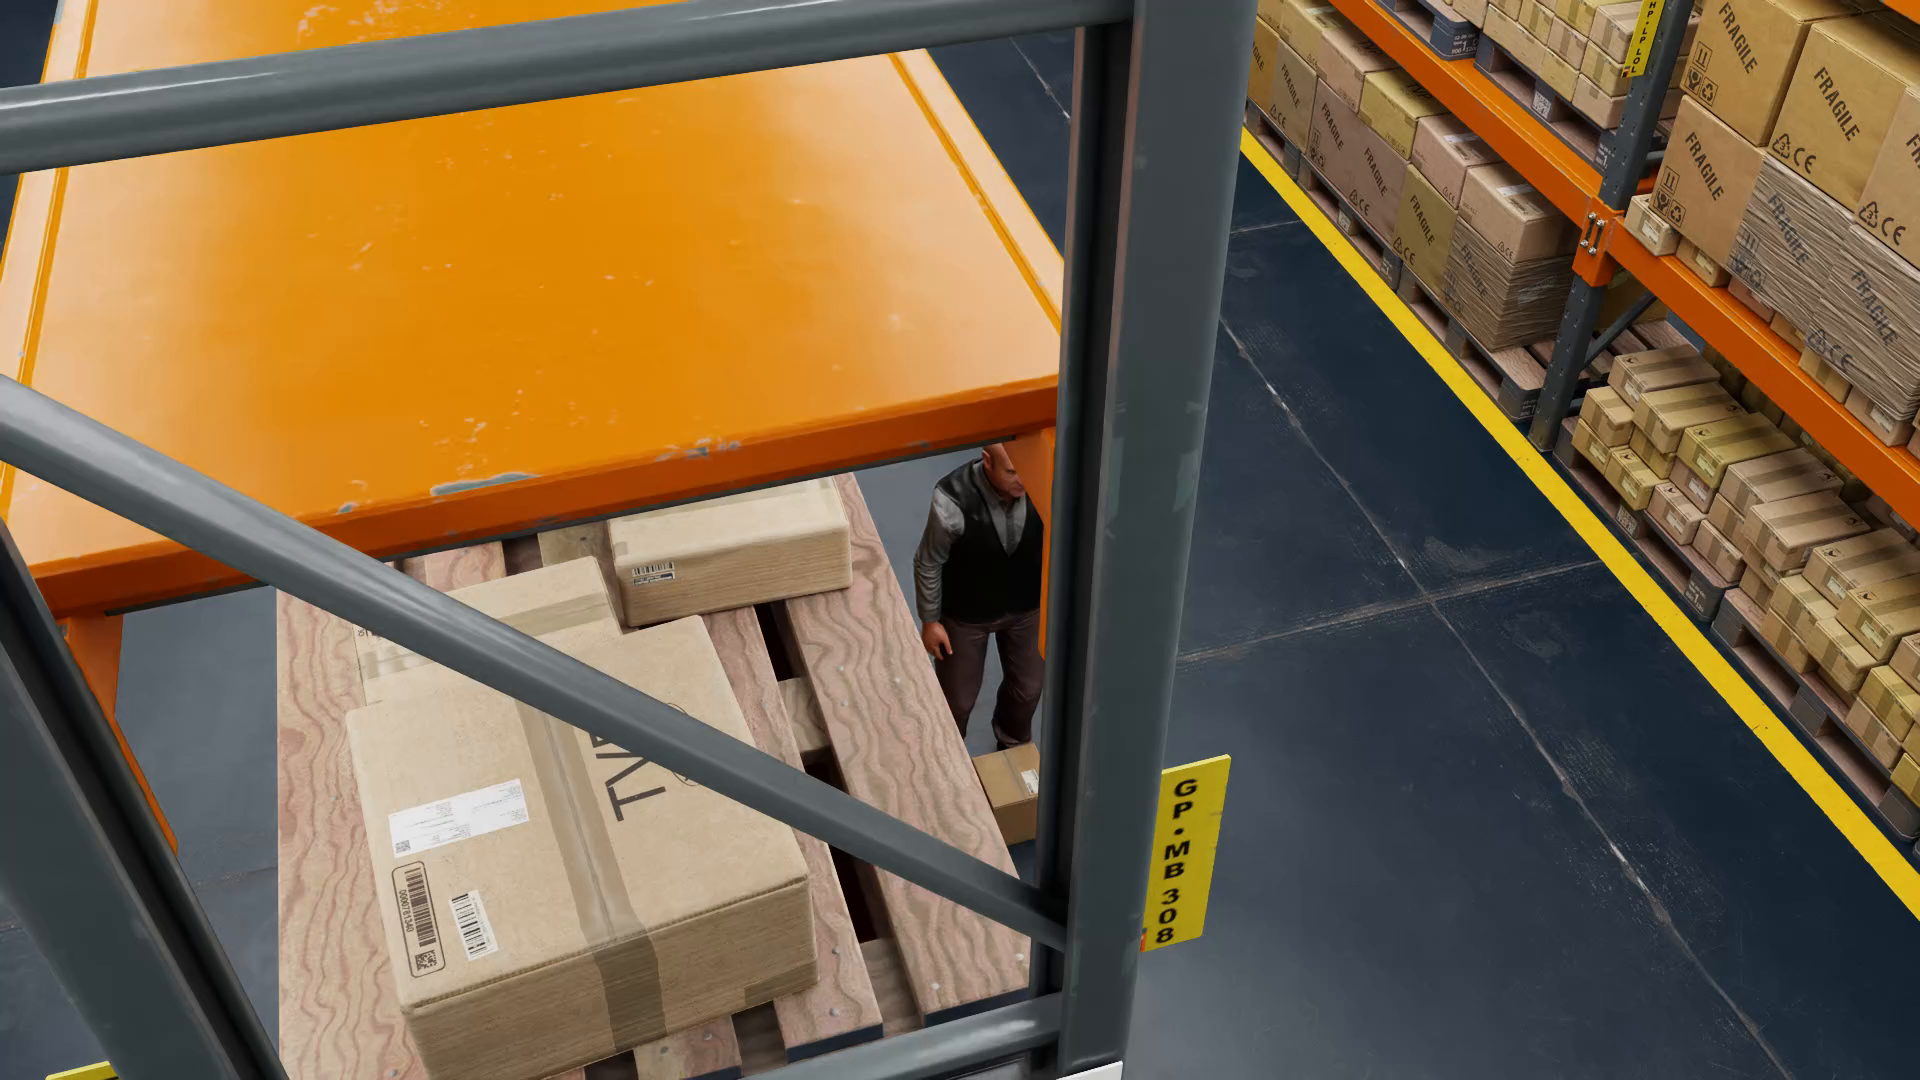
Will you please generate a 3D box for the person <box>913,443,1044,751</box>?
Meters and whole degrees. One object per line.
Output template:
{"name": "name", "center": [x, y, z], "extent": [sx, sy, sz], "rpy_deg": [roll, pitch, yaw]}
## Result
{"name": "person", "center": [0.114, 0.228, 5.925], "extent": [0.591, 1.720, 0.418], "rpy_deg": [-14, 44, -15]}
